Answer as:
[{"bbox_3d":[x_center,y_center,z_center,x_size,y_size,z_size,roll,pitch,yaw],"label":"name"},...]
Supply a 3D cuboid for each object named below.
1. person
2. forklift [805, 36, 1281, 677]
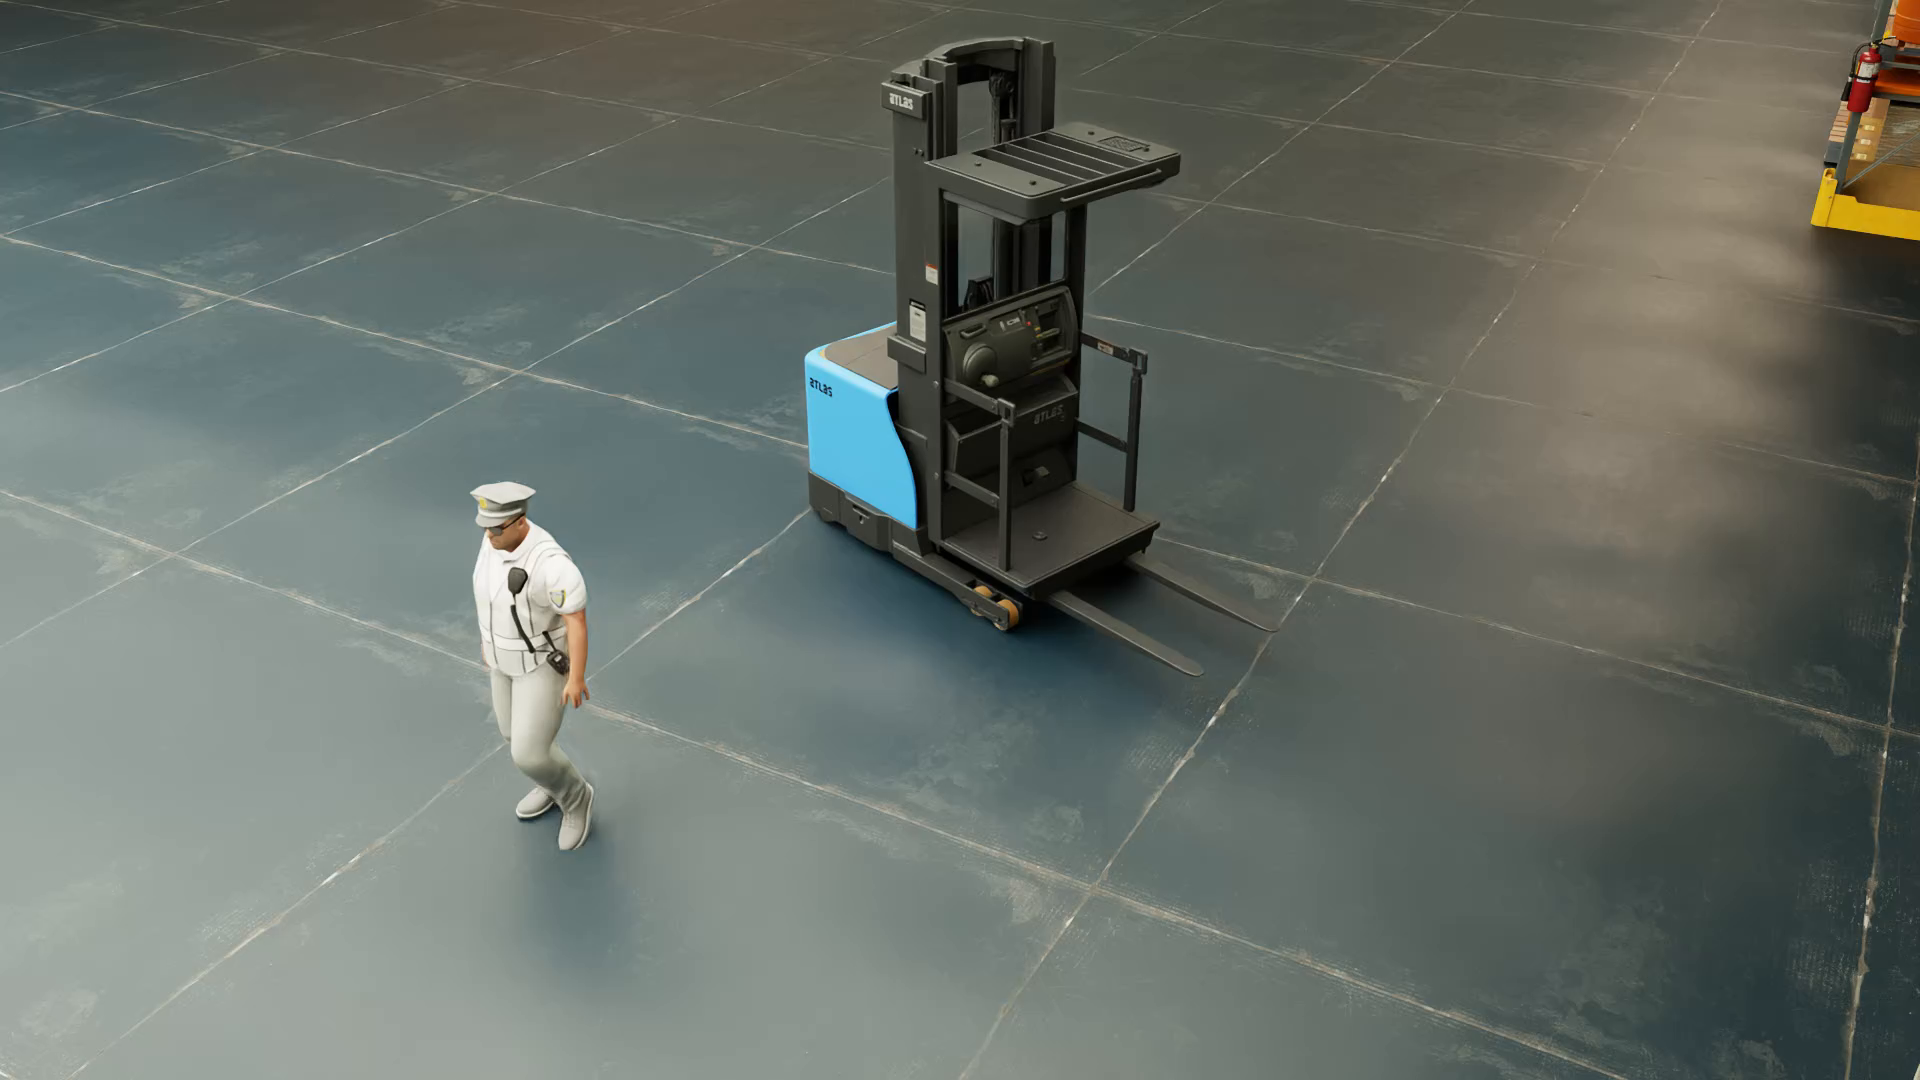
[{"bbox_3d":[-1.924,0.555,7.343,0.650,1.771,0.496,21,36,31],"label":"person"},{"bbox_3d":[0.429,-1.062,8.911,1.130,2.935,3.031,-24,38,-36],"label":"forklift"}]
